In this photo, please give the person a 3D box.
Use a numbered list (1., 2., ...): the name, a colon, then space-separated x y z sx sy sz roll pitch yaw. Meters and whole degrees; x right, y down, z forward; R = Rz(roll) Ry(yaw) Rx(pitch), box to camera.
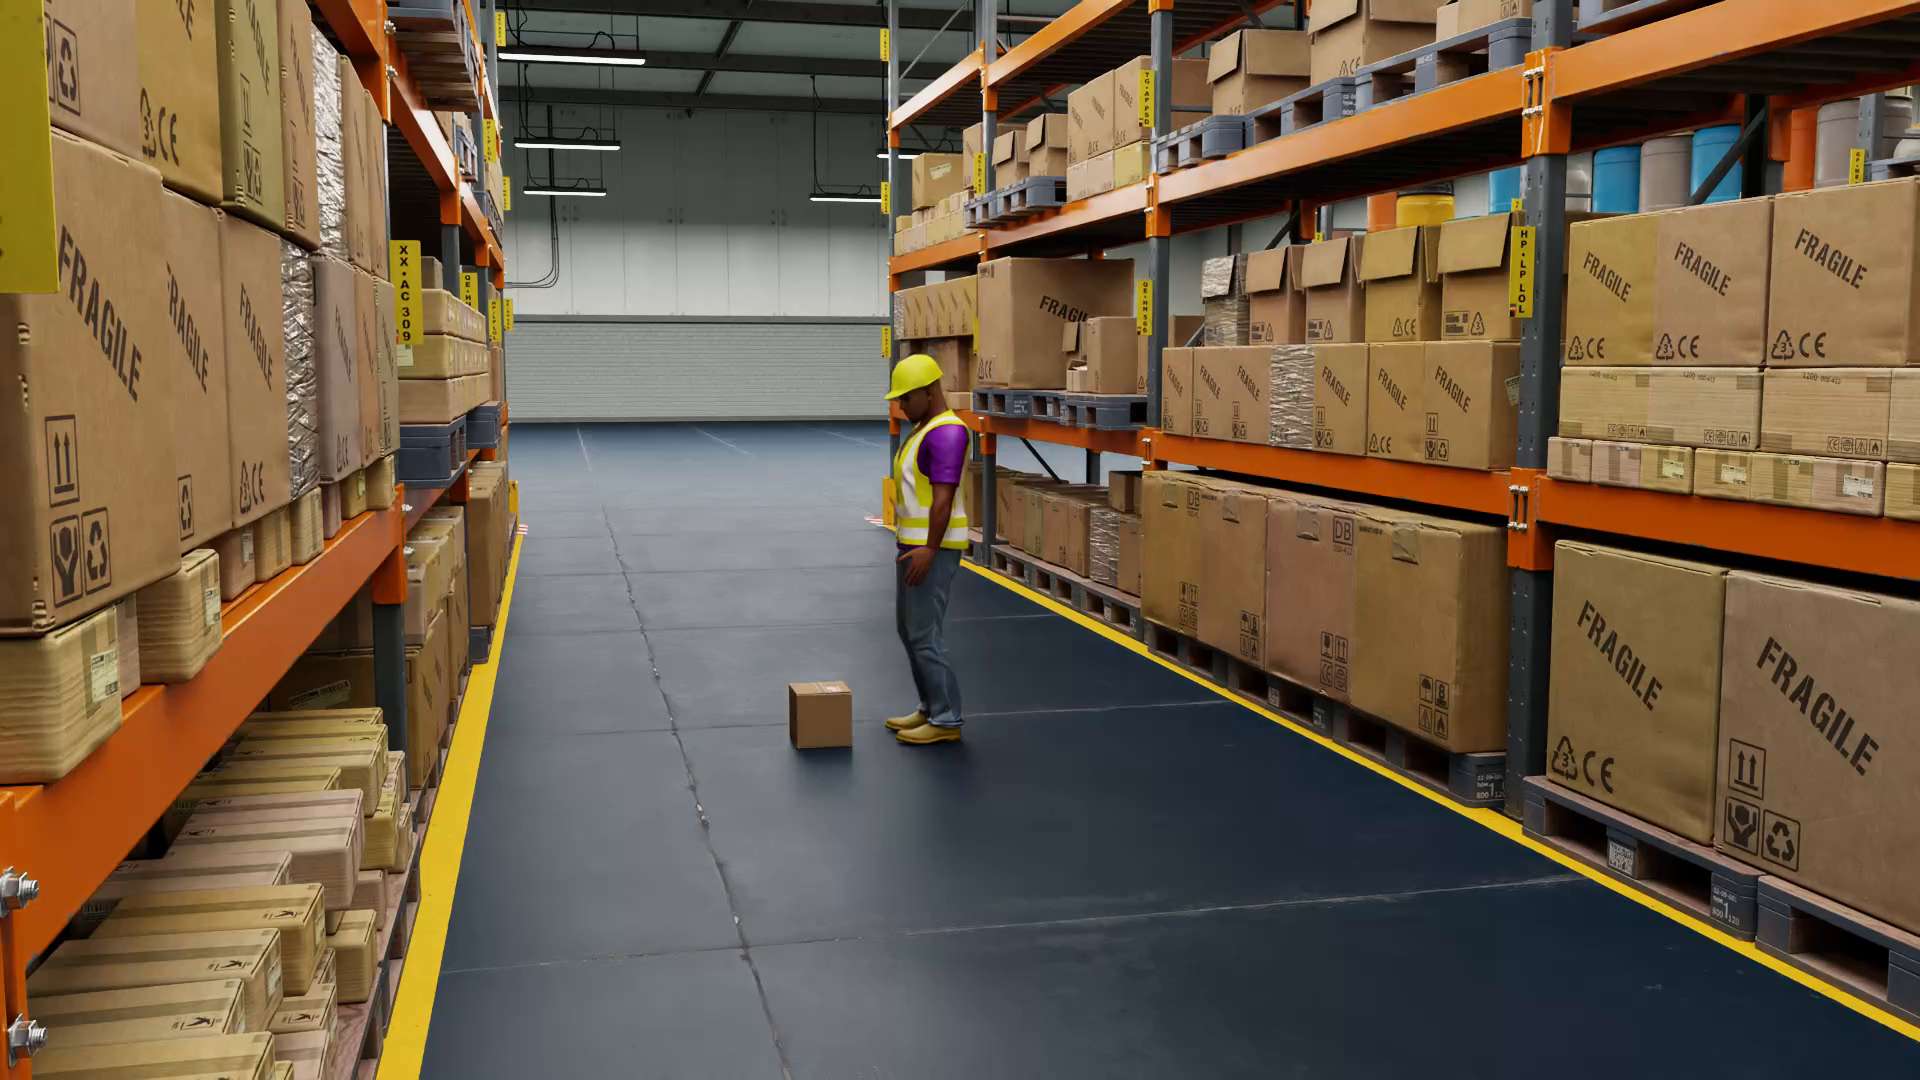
1. person: -0.152 0.037 7.561 0.384 1.751 0.573 -1 6 -12
